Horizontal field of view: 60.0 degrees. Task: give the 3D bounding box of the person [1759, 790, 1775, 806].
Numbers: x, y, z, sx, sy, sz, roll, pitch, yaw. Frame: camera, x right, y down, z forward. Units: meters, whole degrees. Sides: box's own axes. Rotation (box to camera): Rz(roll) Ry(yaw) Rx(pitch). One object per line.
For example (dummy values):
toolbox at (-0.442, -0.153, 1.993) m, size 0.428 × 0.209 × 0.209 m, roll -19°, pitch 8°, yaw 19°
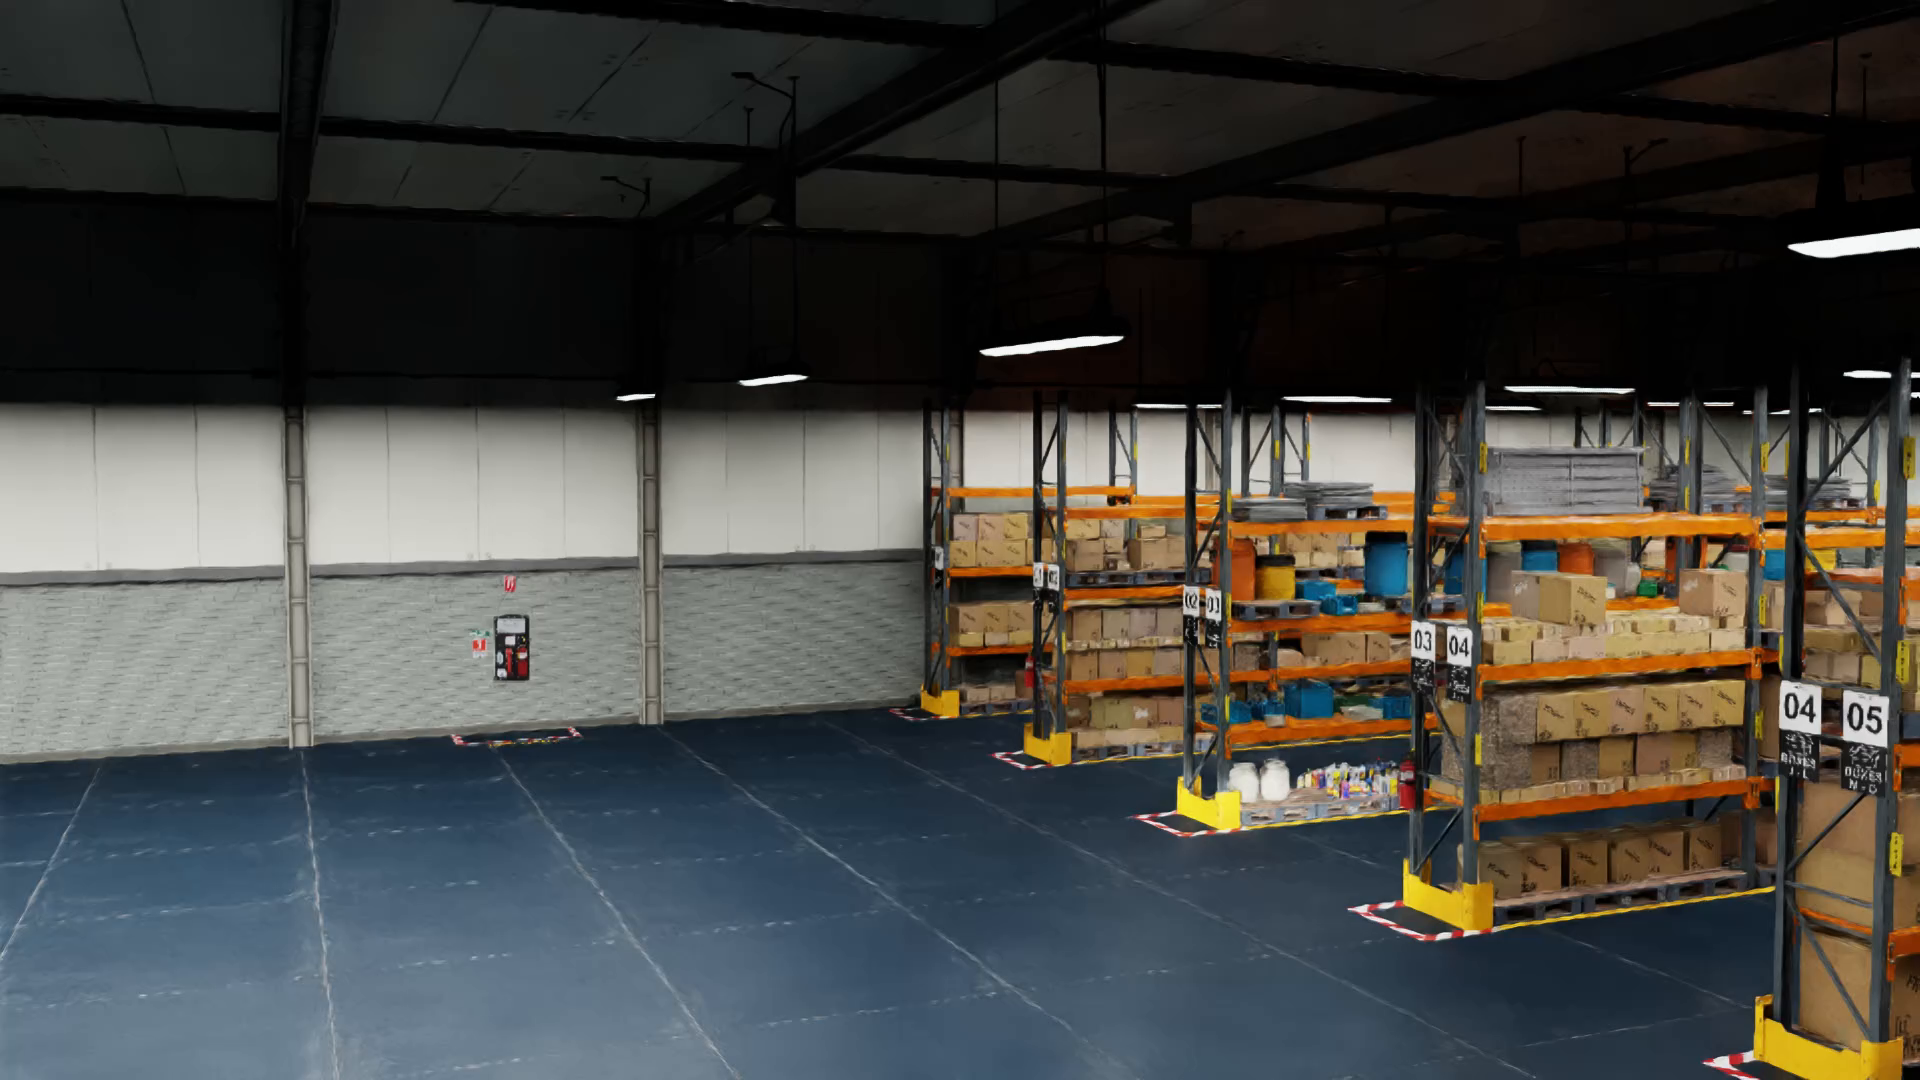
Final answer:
person at (10.964, 3.064, 22.302) m, size 0.513 × 1.590 × 0.592 m, roll -2°, pitch 4°, yaw -25°
